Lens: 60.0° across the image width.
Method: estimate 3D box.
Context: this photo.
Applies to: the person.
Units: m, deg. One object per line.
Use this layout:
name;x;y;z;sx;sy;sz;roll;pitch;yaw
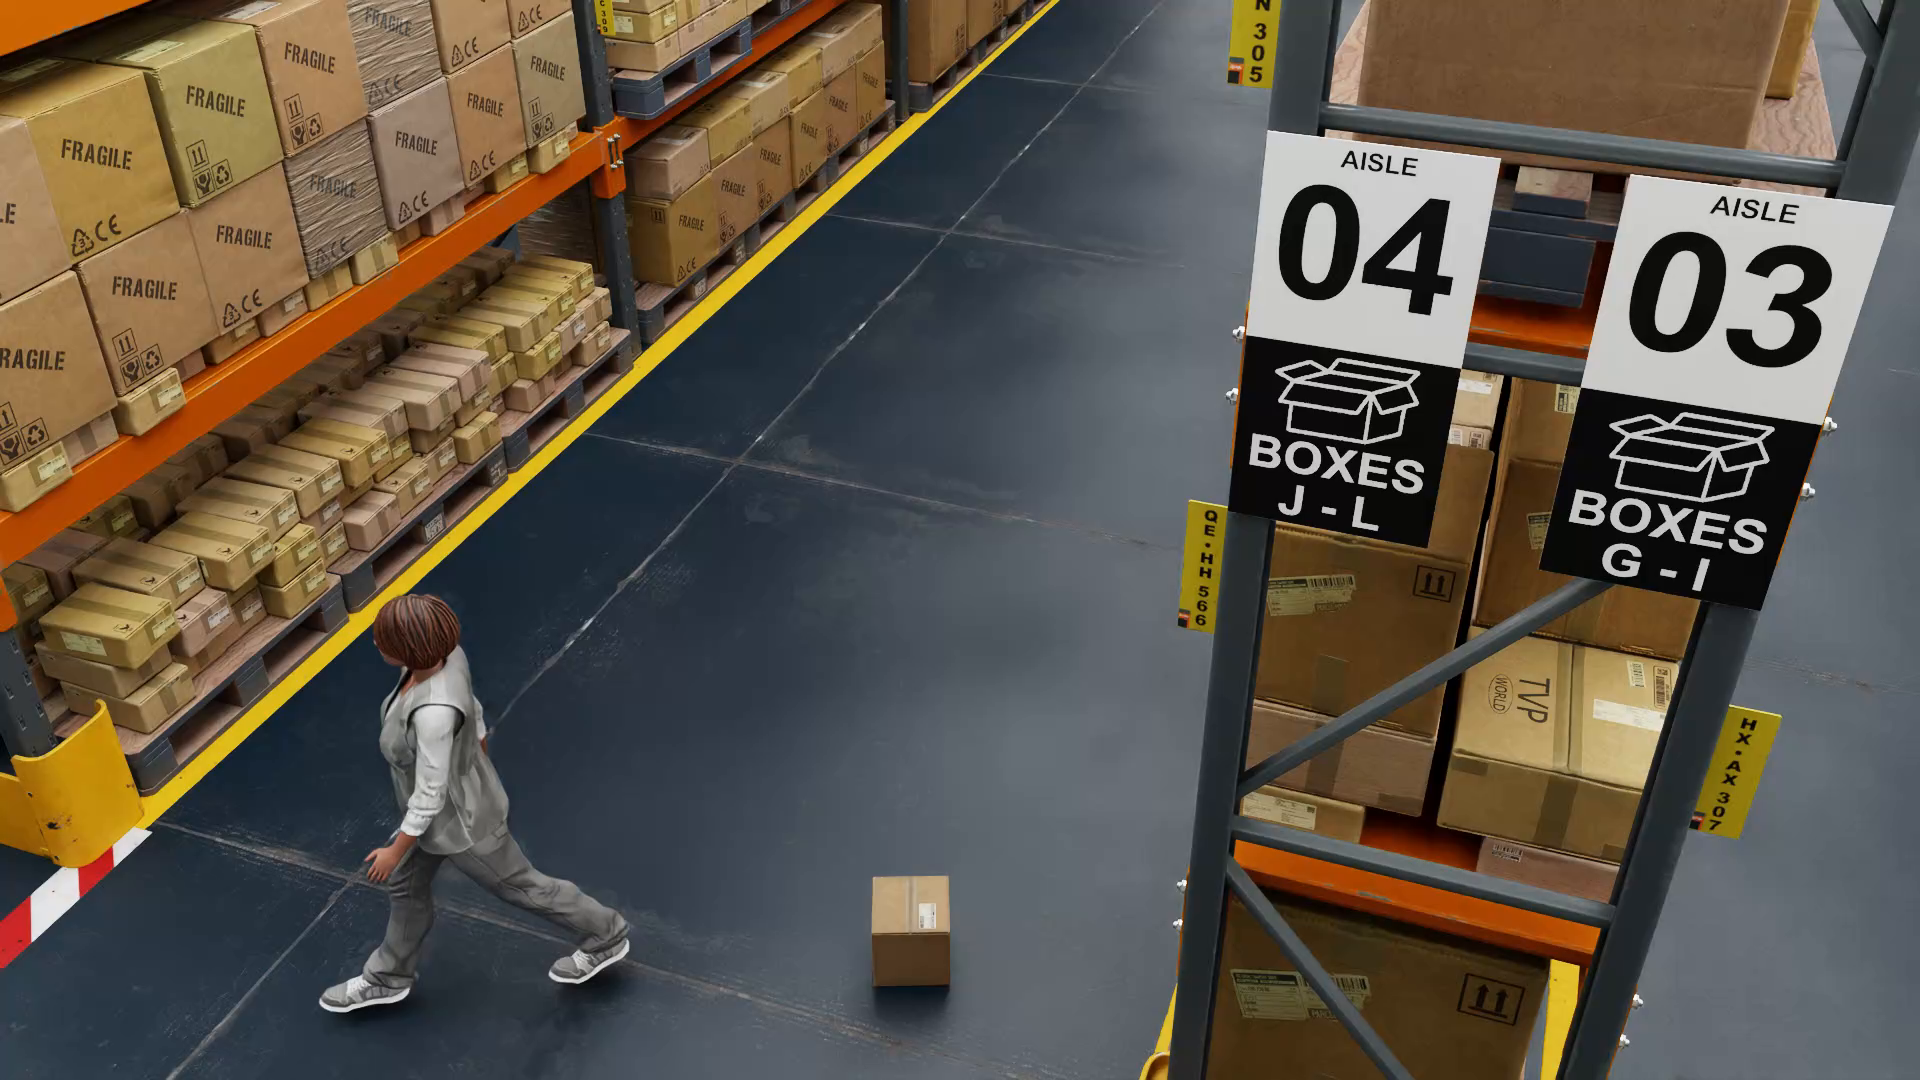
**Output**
person;-1.537;0.805;4.920;0.976;1.531;0.423;-12;35;-17
